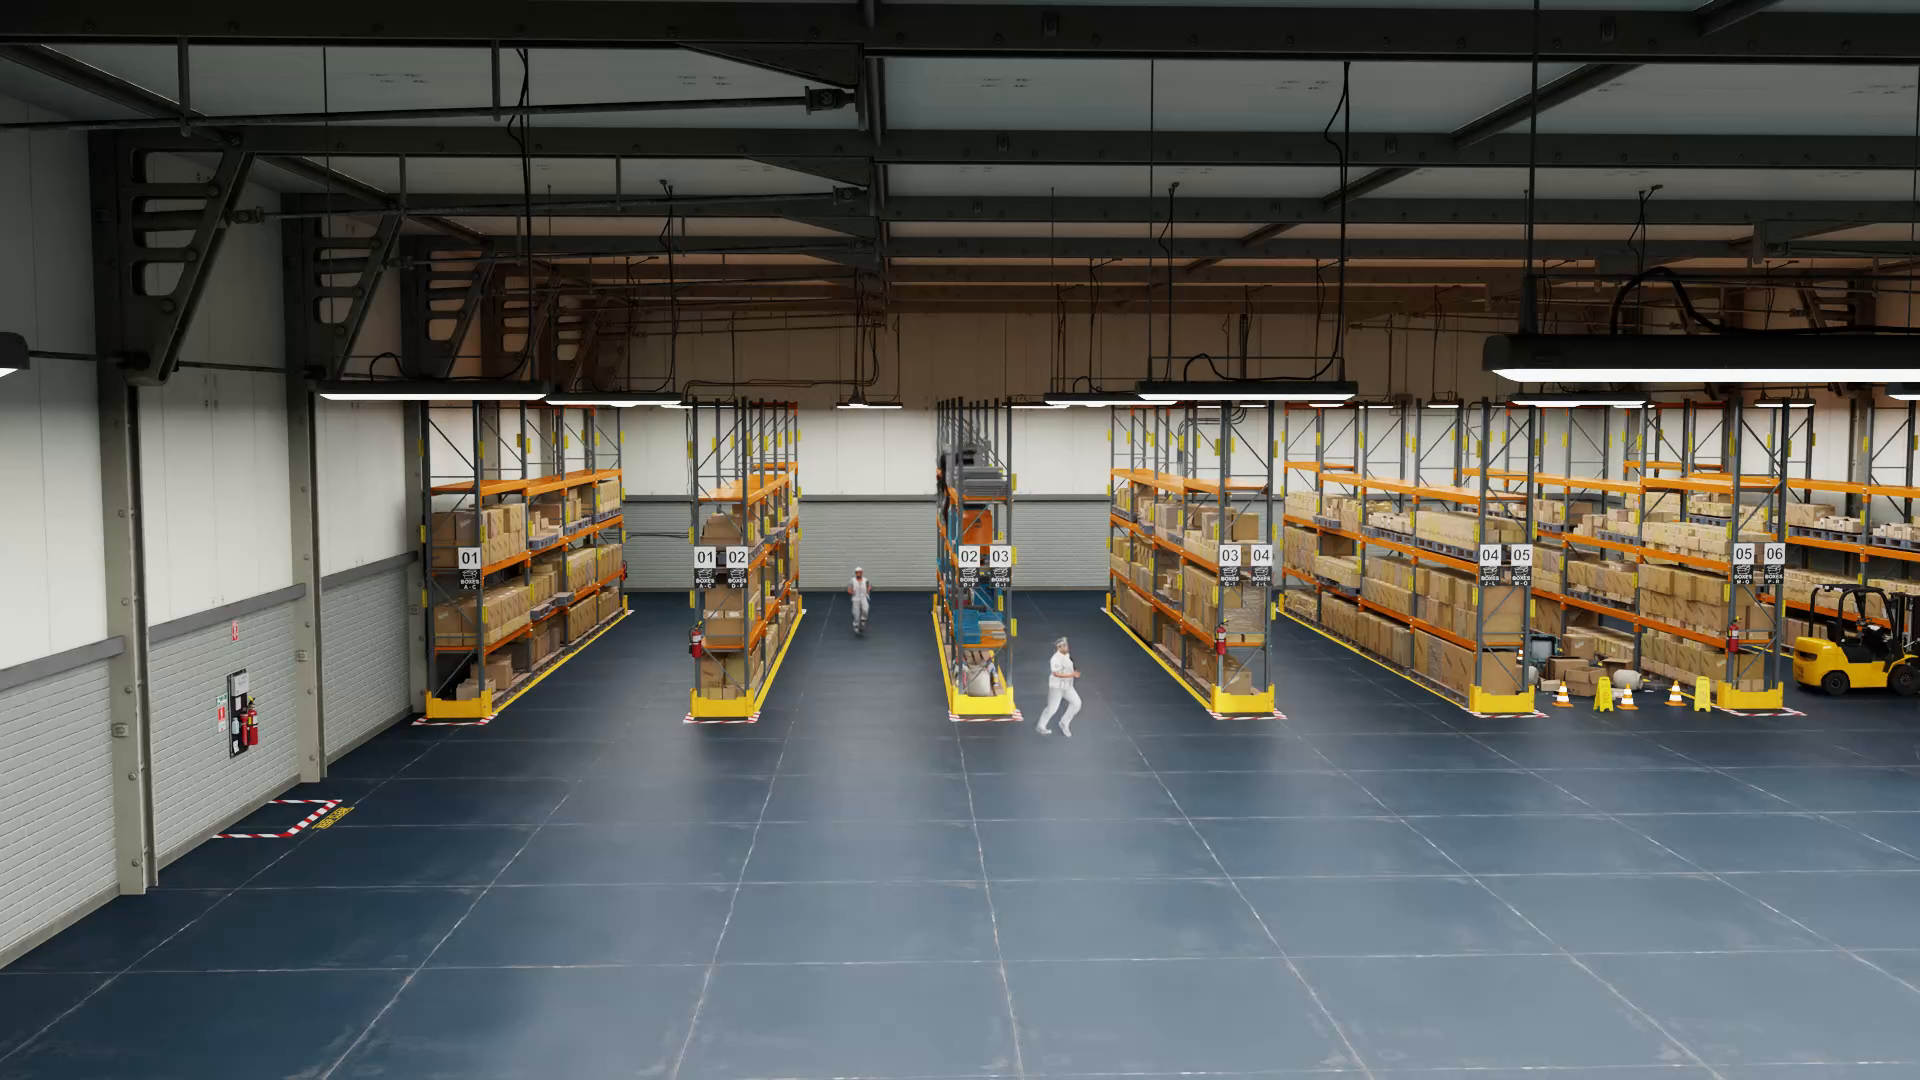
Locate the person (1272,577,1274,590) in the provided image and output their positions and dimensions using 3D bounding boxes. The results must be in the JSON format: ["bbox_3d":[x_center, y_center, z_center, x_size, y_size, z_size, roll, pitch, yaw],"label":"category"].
[{"bbox_3d":[8.083,1.450,44.547,0.660,1.698,0.547,0,4,6],"label":"person"}]

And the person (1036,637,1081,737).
[{"bbox_3d":[1.792,2.584,29.243,0.870,1.796,0.677,3,6,37],"label":"person"}]

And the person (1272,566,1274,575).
[{"bbox_3d":[8.897,1.180,48.975,0.622,1.579,0.735,0,4,4],"label":"person"}]

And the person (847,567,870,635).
[{"bbox_3d":[-2.551,1.552,42.191,0.608,1.750,0.748,-1,4,-9],"label":"person"}]
